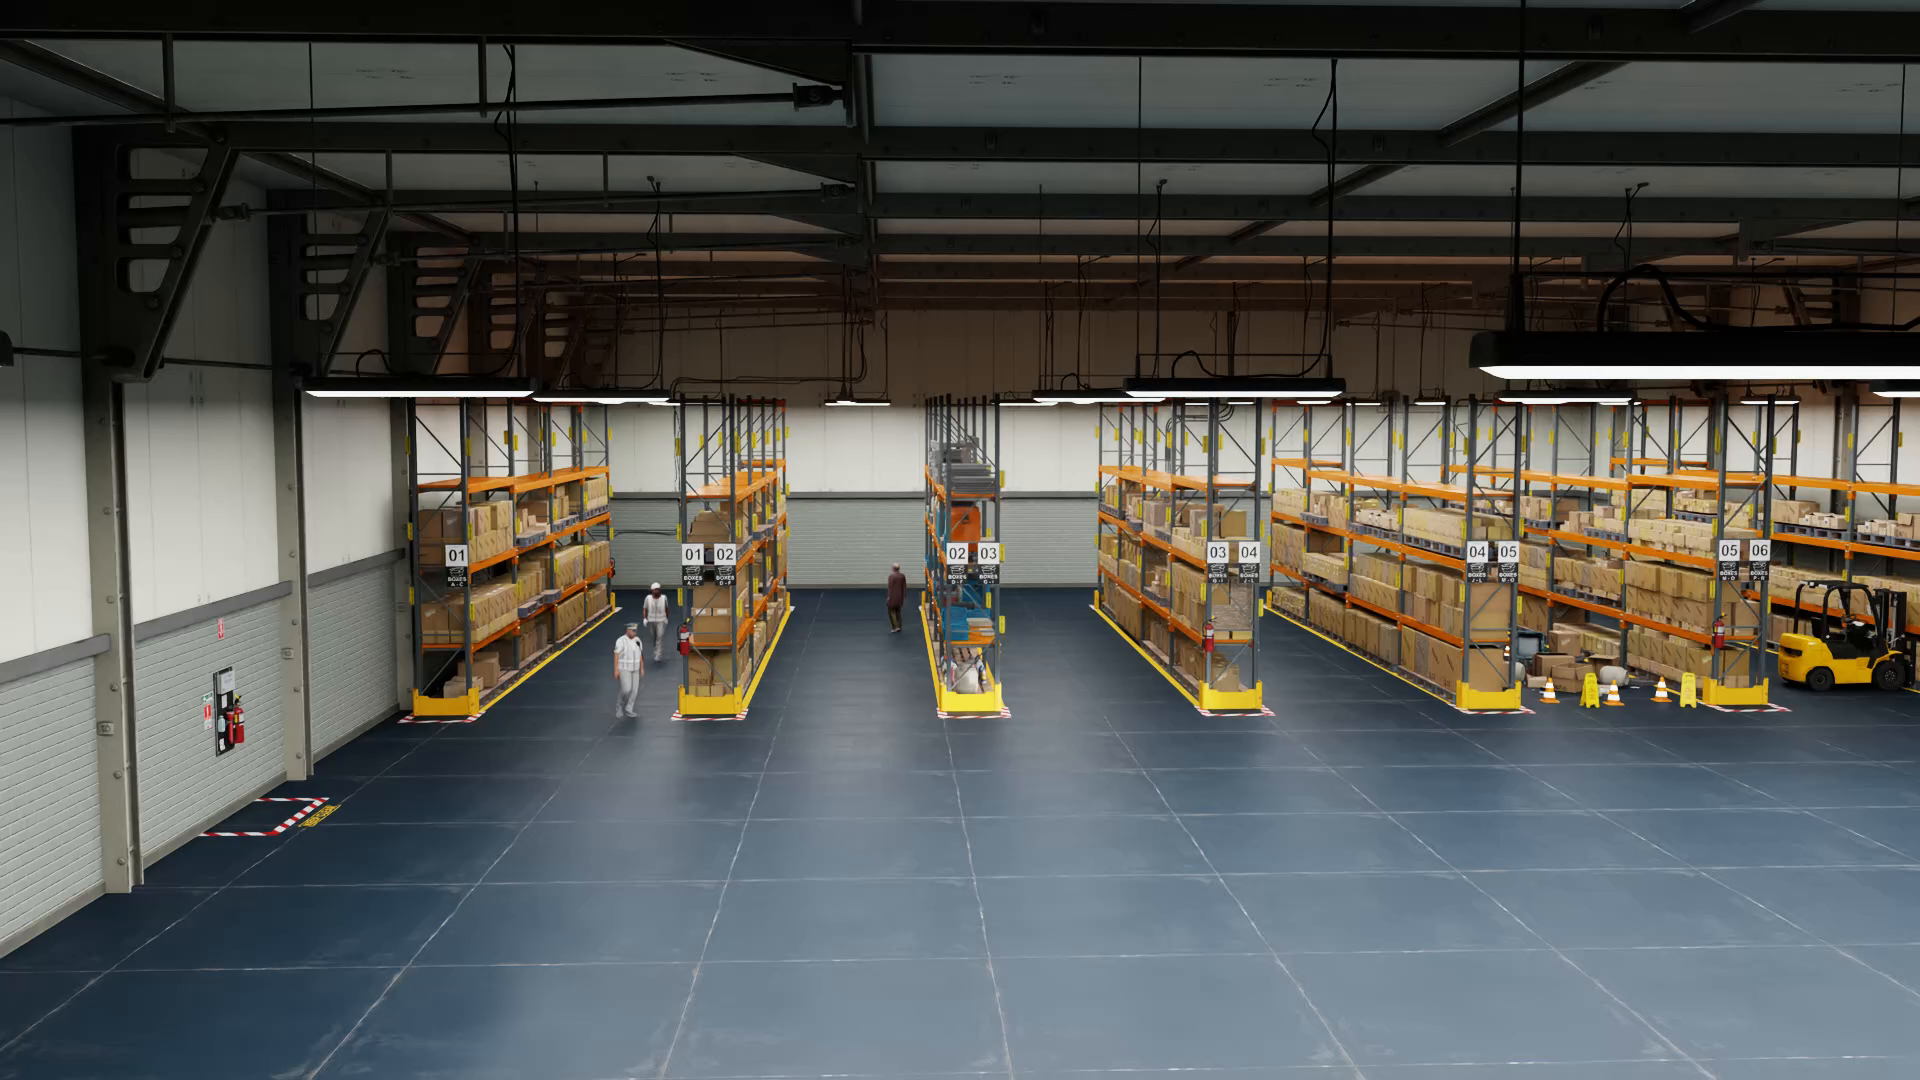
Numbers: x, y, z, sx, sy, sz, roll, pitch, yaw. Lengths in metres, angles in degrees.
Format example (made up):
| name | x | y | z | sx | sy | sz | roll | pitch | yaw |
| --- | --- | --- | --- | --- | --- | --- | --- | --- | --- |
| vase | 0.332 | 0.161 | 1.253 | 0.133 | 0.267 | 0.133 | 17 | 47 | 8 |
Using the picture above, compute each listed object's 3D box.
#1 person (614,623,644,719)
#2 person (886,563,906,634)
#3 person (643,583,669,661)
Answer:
| name | x | y | z | sx | sy | sz | roll | pitch | yaw |
| --- | --- | --- | --- | --- | --- | --- | --- | --- | --- |
| person | -6.127 | 2.421 | 30.831 | 0.454 | 1.772 | 0.567 | 4 | 6 | 44 |
| person | -1.617 | 1.504 | 42.497 | 0.636 | 1.836 | 0.465 | -4 | 6 | -40 |
| person | -6.950 | 1.844 | 37.916 | 0.542 | 1.722 | 1.068 | 0 | 5 | 0 |
